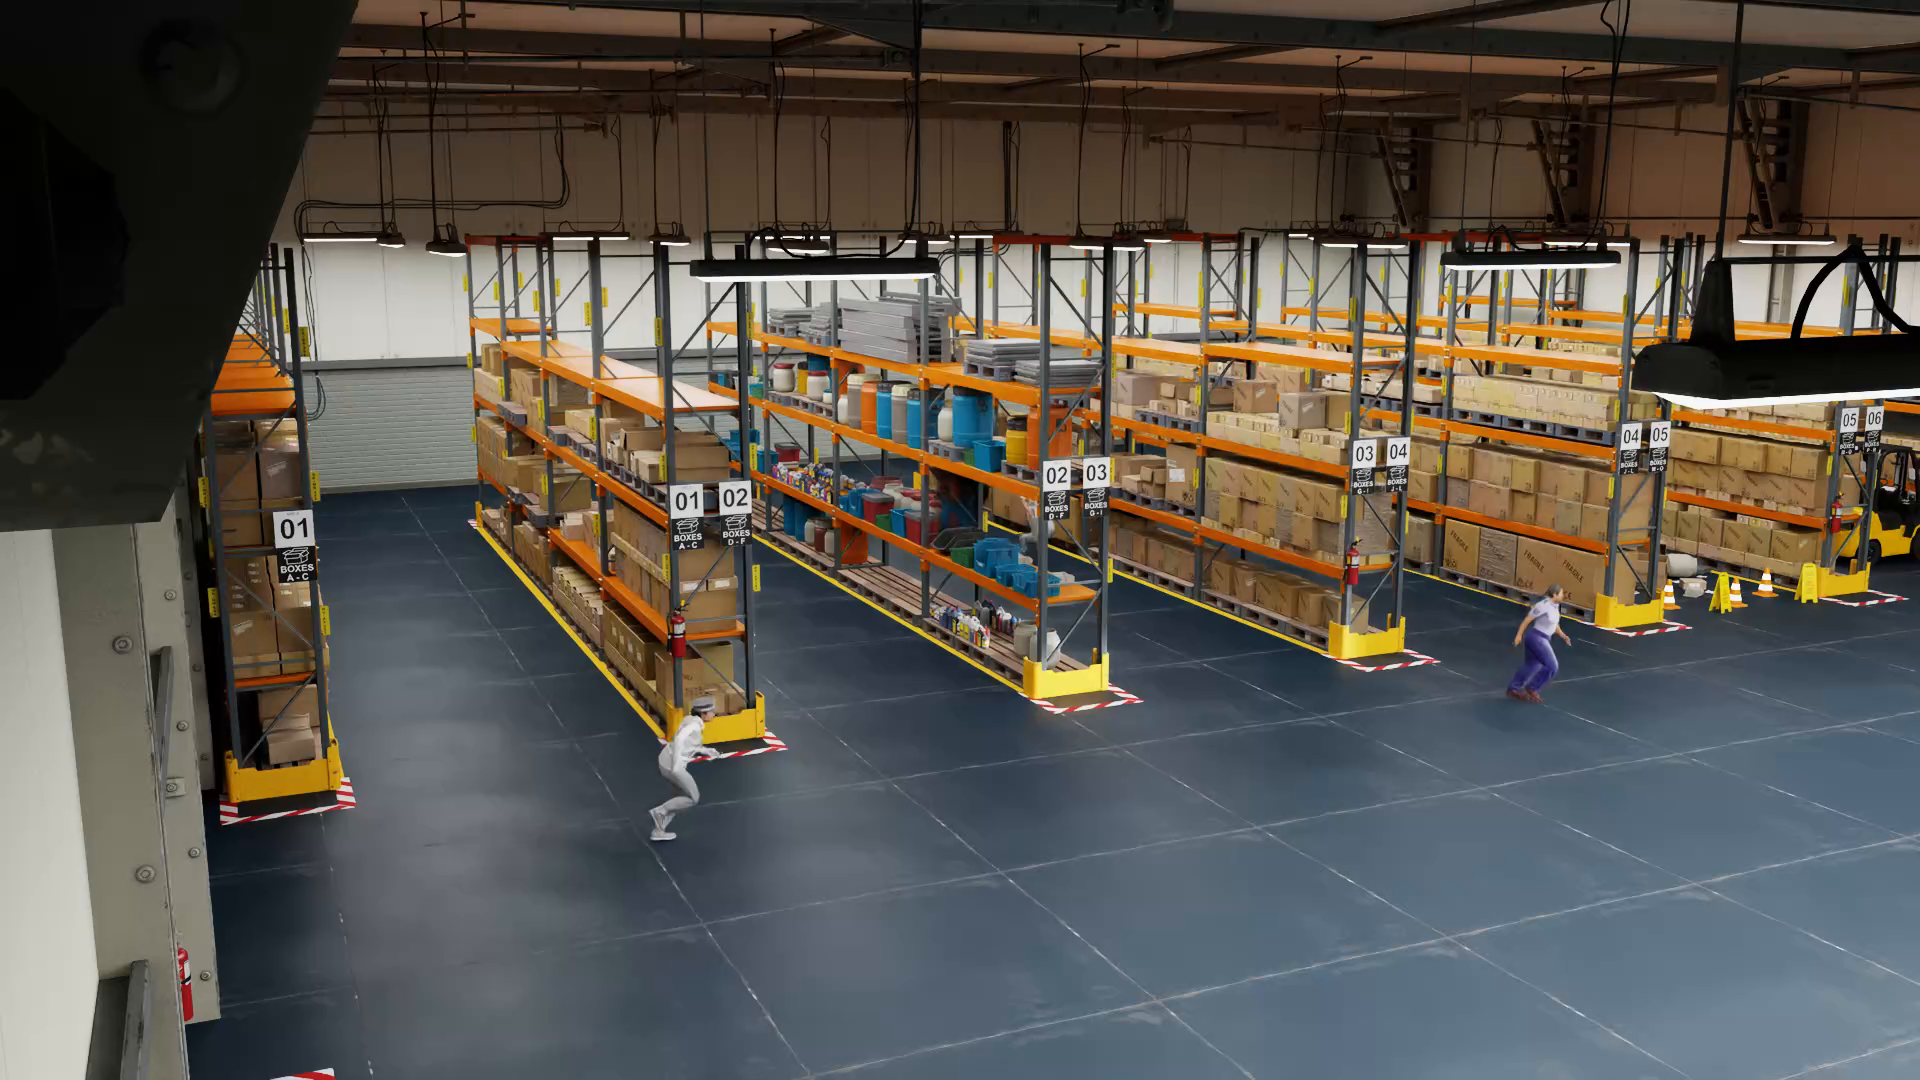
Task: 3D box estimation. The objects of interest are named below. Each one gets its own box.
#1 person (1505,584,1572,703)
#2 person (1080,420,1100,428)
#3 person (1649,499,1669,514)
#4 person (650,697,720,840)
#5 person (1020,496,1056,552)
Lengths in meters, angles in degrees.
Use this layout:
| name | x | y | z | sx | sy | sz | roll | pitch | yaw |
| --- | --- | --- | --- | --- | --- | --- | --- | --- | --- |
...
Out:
| name | x | y | z | sx | sy | sz | roll | pitch | yaw |
| --- | --- | --- | --- | --- | --- | --- | --- | --- | --- |
| person | 7.678 | 1.341 | 21.992 | 0.753 | 1.586 | 0.550 | 6 | 12 | 27 |
| person | 3.174 | -2.477 | 41.328 | 0.777 | 1.799 | 0.707 | -5 | 12 | -25 |
| person | 14.871 | -1.347 | 35.974 | 0.979 | 1.579 | 0.702 | 9 | 14 | 39 |
| person | -2.817 | 2.370 | 17.036 | 0.744 | 1.491 | 0.648 | -3 | 11 | -14 |
| person | 1.453 | -0.543 | 30.759 | 0.676 | 1.609 | 0.759 | -8 | 14 | -36 |
